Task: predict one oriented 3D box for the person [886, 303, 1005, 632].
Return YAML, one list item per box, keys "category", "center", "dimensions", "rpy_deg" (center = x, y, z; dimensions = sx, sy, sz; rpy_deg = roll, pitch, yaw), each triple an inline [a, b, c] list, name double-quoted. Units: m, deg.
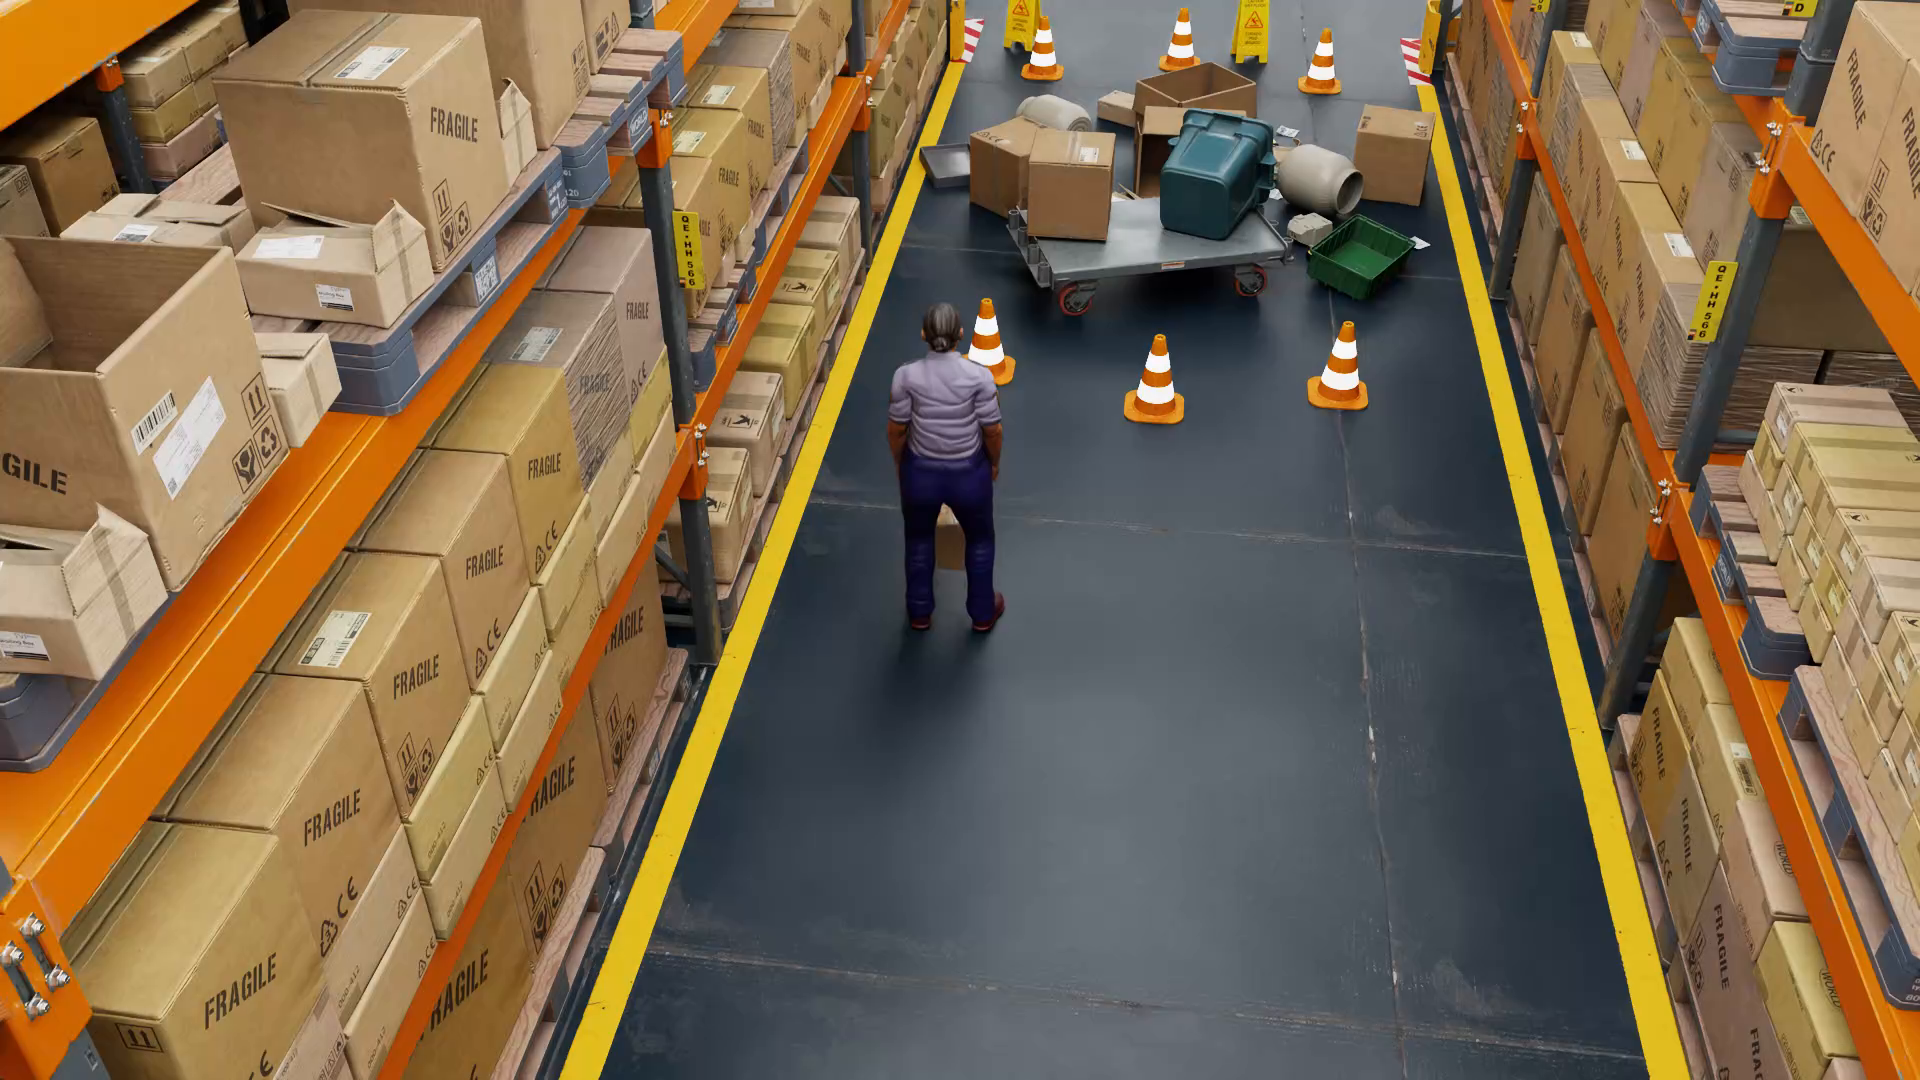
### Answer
- category: "person"
  center: [-0.055, -0.293, 7.442]
  dimensions: [0.532, 1.654, 0.368]
  rpy_deg: [2, 36, 3]
